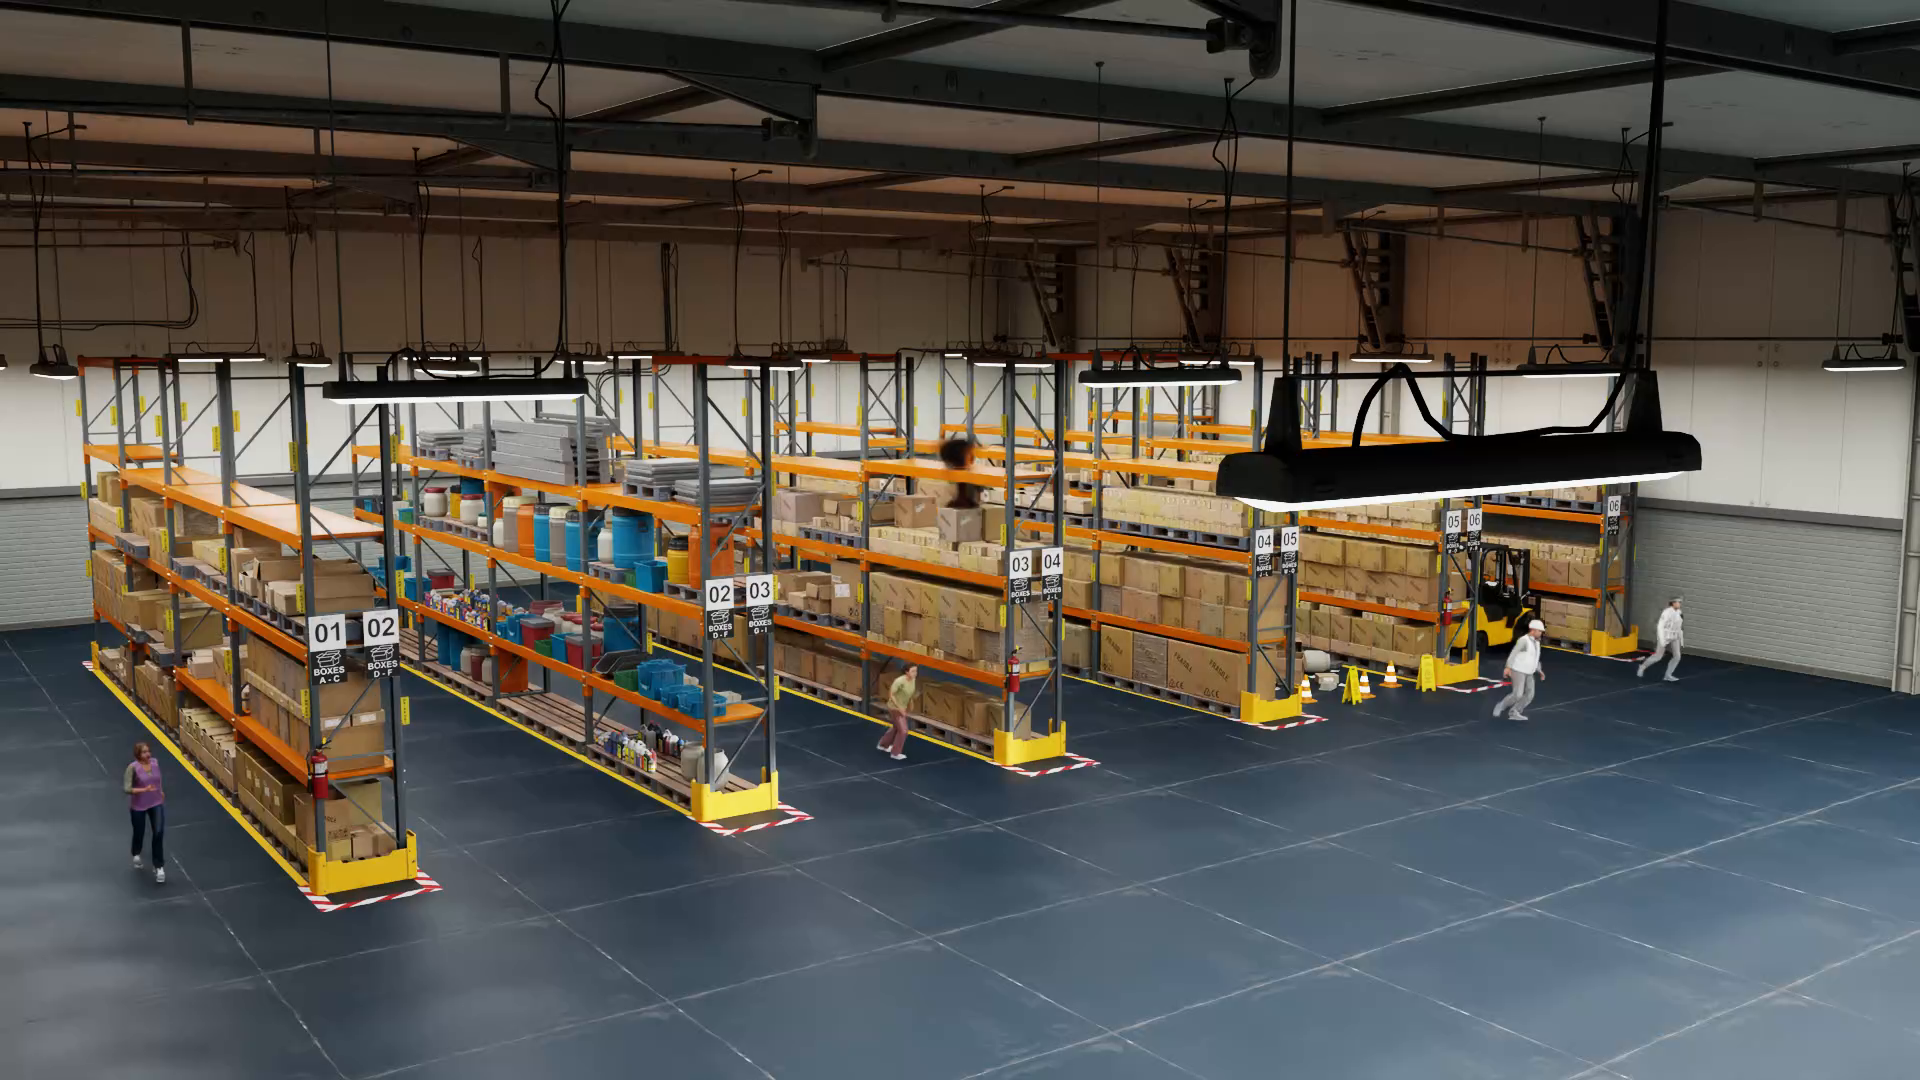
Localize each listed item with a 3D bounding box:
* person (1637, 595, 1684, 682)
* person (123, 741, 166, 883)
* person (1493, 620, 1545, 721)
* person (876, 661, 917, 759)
[{"bbox_3d":[13.027,1.794,30.842,0.718,1.612,0.652,-4,8,-27],"label":"person"},{"bbox_3d":[-9.596,3.154,19.567,0.495,1.626,0.824,-6,9,-41],"label":"person"},{"bbox_3d":[9.272,2.152,27.502,0.803,1.694,0.679,-6,9,-41],"label":"person"},{"bbox_3d":[-0.951,2.538,25.099,0.809,1.537,0.635,3,8,25],"label":"person"}]
